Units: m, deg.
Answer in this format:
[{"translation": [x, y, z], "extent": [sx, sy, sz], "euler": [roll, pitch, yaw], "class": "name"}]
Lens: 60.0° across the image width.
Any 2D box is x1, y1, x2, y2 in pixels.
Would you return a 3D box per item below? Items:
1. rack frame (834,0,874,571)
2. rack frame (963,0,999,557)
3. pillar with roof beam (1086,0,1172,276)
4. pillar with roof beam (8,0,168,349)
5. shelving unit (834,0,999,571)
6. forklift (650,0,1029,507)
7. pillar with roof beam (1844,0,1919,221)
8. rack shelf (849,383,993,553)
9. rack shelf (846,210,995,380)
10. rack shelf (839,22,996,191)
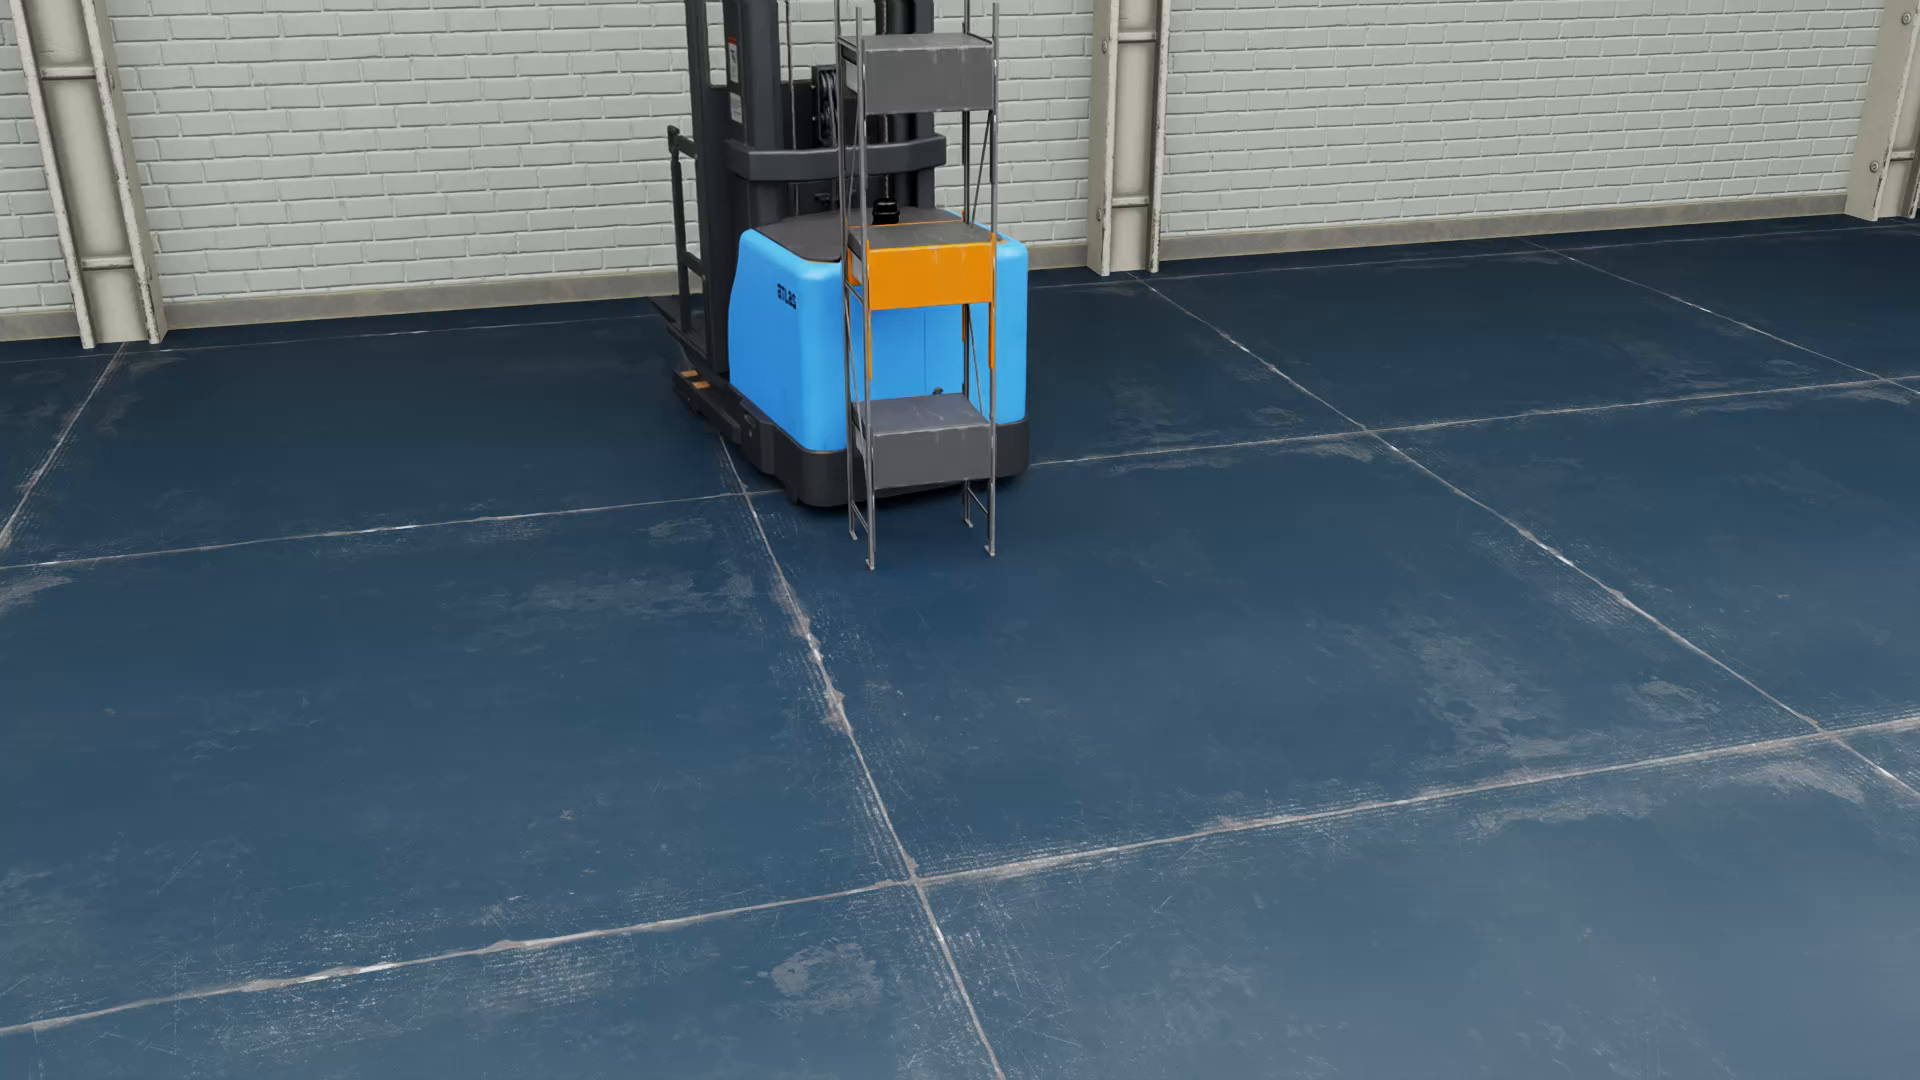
[{"translation": [-0.394, -0.921, 6.234], "extent": [0.015, 2.100, 0.400], "euler": [-6, 24, -14], "class": "rack frame"}, {"translation": [0.076, -0.973, 6.355], "extent": [0.015, 2.100, 0.400], "euler": [-6, 24, -14], "class": "rack frame"}, {"translation": [2.223, -4.281, 5.316], "extent": [0.400, 9.000, 9.100], "euler": [-6, 24, -14], "class": "pillar with roof beam"}, {"translation": [-3.554, -3.642, 3.826], "extent": [0.400, 9.000, 9.100], "euler": [-6, 24, -14], "class": "pillar with roof beam"}, {"translation": [-0.159, -0.947, 6.295], "extent": [0.503, 2.100, 0.431], "euler": [-6, 24, -14], "class": "shelving unit"}, {"translation": [-0.790, -2.031, 7.766], "extent": [1.130, 2.935, 3.031], "euler": [-11, 25, -23], "class": "forklift"}, {"translation": [8.000, -4.920, 6.805], "extent": [0.400, 9.000, 9.100], "euler": [-6, 24, -14], "class": "pillar with roof beam"}, {"translation": [-0.159, -0.291, 6.576], "extent": [0.480, 0.518, 0.431], "euler": [-6, 24, -14], "class": "rack shelf"}, {"translation": [-0.159, -0.935, 6.300], "extent": [0.480, 0.518, 0.431], "euler": [-6, 24, -14], "class": "rack shelf"}, {"translation": [-0.159, -1.578, 6.024], "extent": [0.480, 0.518, 0.431], "euler": [-6, 24, -14], "class": "rack shelf"}]
